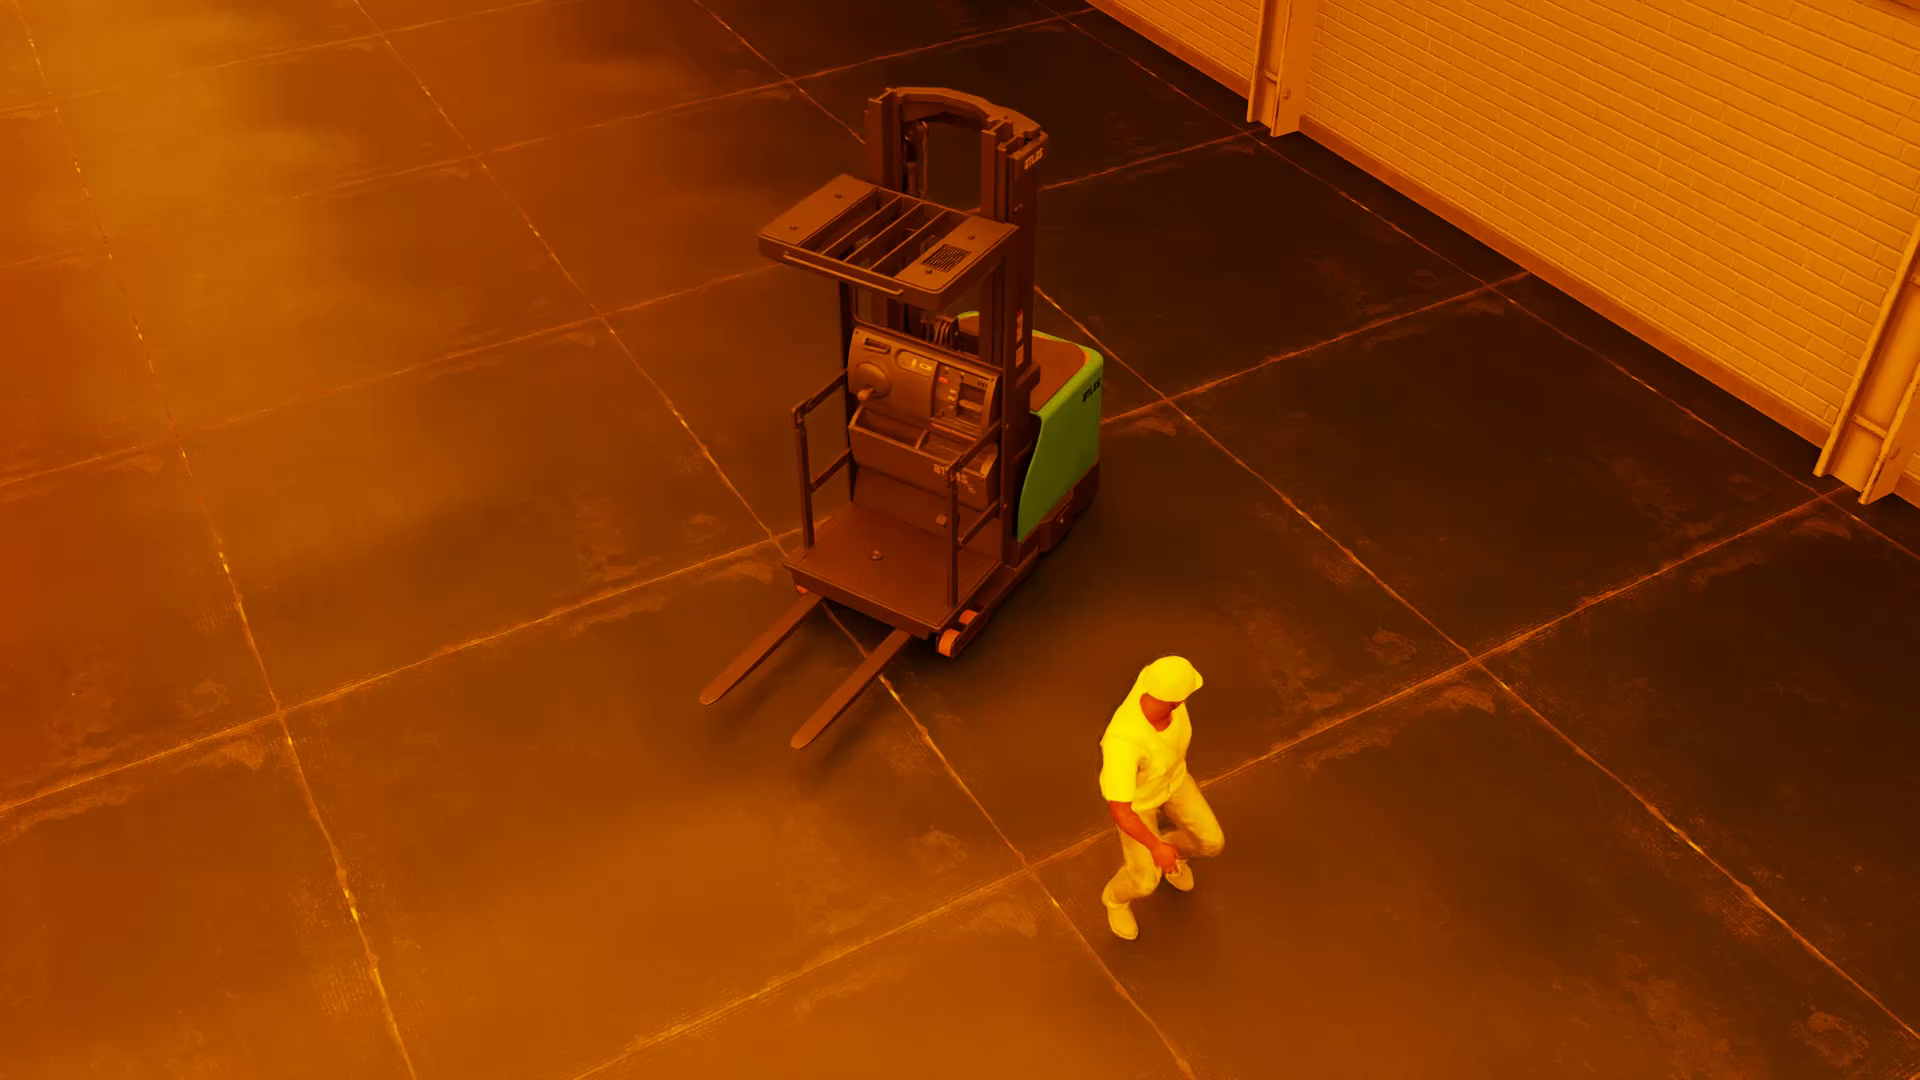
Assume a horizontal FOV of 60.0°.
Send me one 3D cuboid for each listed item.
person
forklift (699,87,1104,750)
[{"bbox_3d":[0.910,1.147,7.643,0.807,1.675,0.674,-30,48,-31],"label":"person"},{"bbox_3d":[-0.323,-0.797,8.997,1.130,2.935,3.031,22,44,24],"label":"forklift"}]
